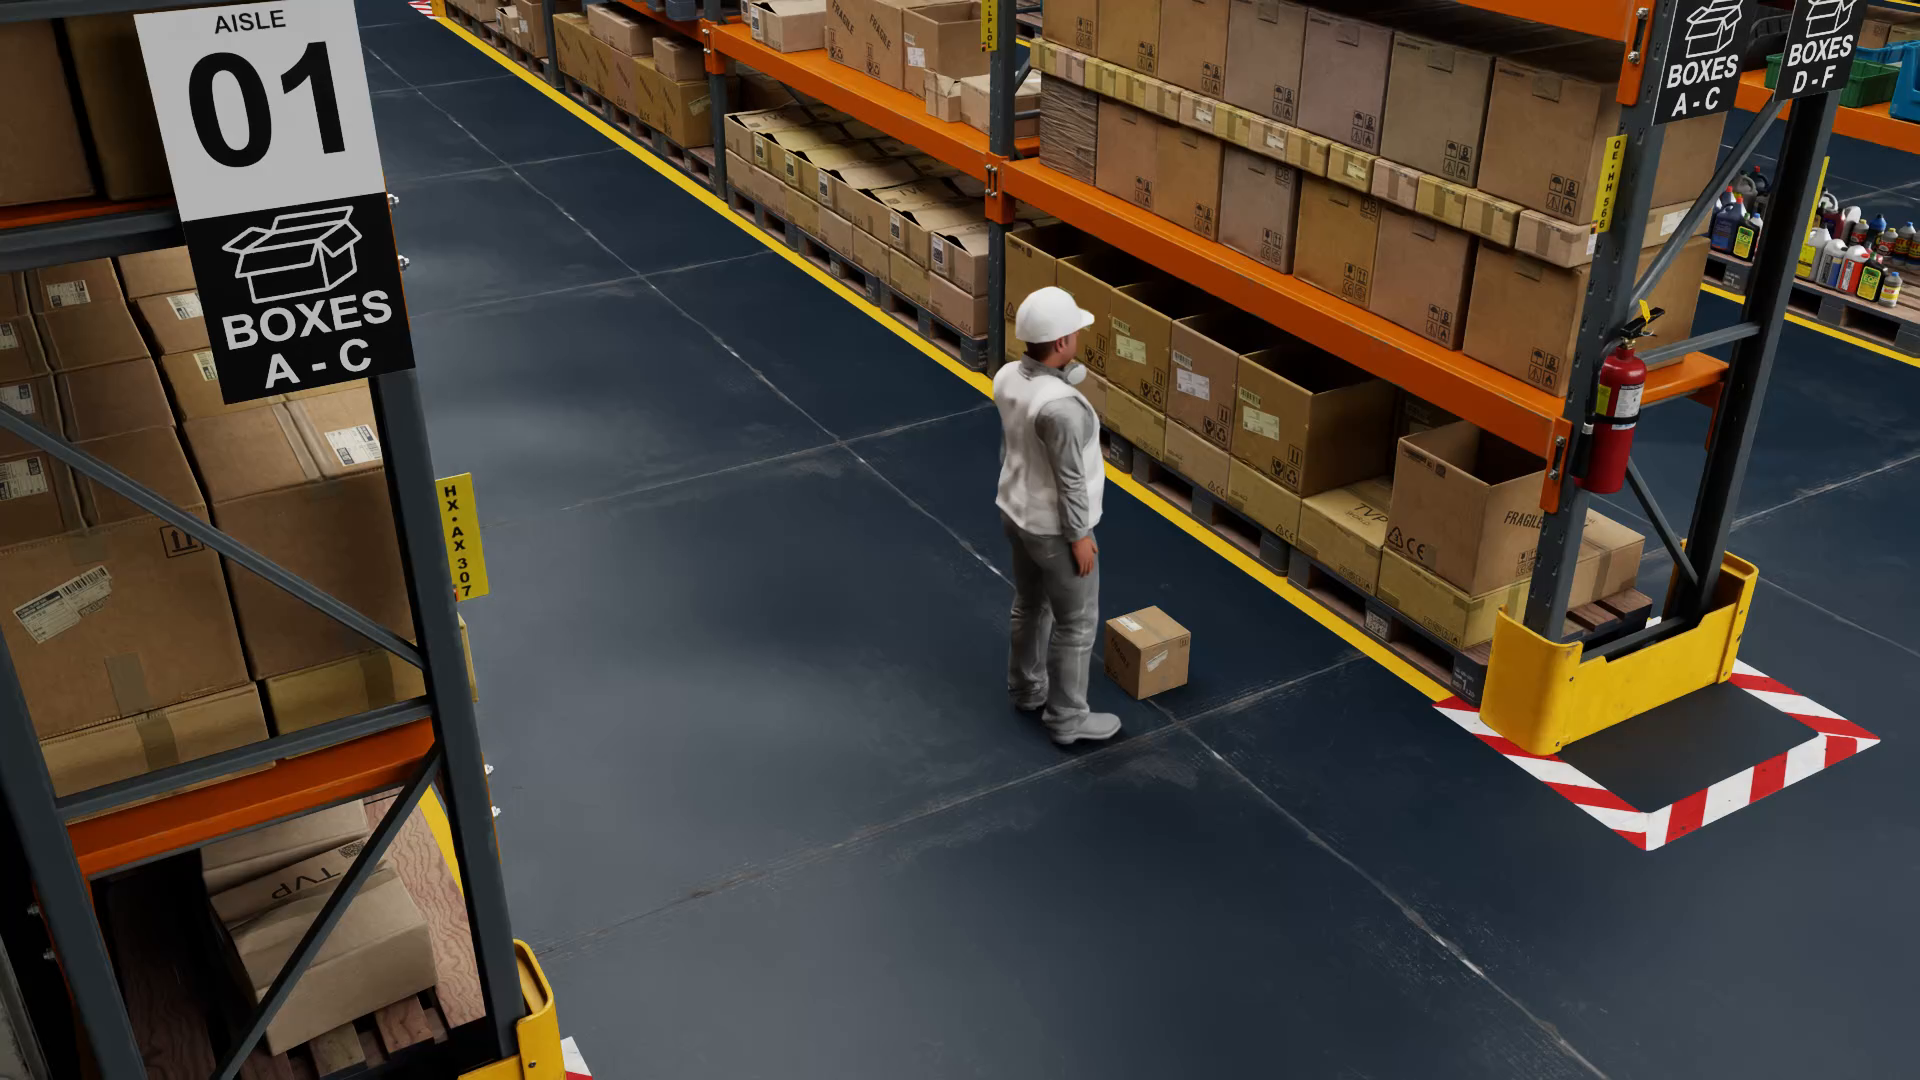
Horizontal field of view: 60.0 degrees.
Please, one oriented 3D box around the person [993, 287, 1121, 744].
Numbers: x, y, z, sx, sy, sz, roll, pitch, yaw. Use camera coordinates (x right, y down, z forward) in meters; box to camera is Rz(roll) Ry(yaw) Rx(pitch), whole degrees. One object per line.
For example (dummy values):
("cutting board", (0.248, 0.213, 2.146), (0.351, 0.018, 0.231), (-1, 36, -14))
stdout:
("person", (0.358, -0.100, 6.263), (0.398, 1.779, 0.576), (-12, 31, -21))
